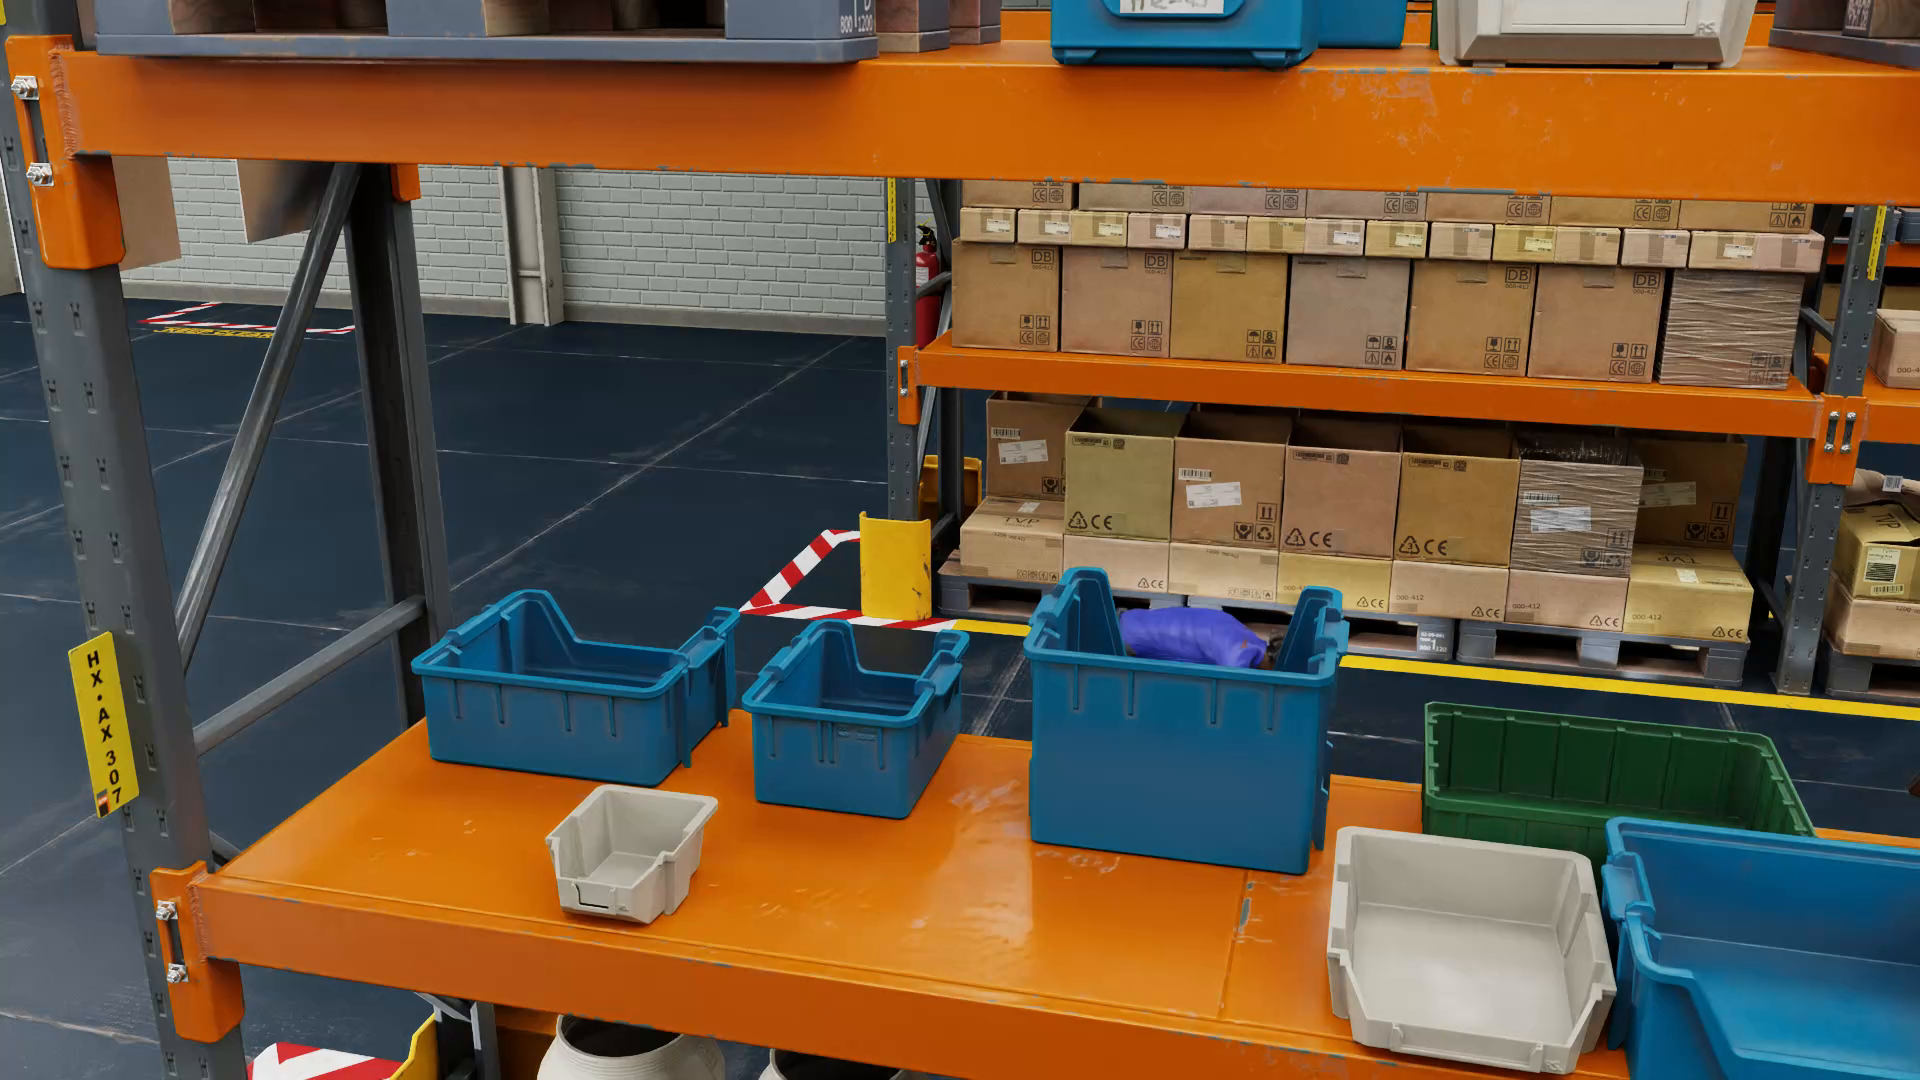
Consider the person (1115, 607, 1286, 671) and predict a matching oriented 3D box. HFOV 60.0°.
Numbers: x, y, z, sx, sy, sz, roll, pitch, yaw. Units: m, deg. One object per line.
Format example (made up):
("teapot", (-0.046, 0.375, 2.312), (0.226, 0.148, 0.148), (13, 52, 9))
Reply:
("person", (0.859, 0.636, 6.112), (0.873, 0.779, 0.470), (4, 19, 11))
